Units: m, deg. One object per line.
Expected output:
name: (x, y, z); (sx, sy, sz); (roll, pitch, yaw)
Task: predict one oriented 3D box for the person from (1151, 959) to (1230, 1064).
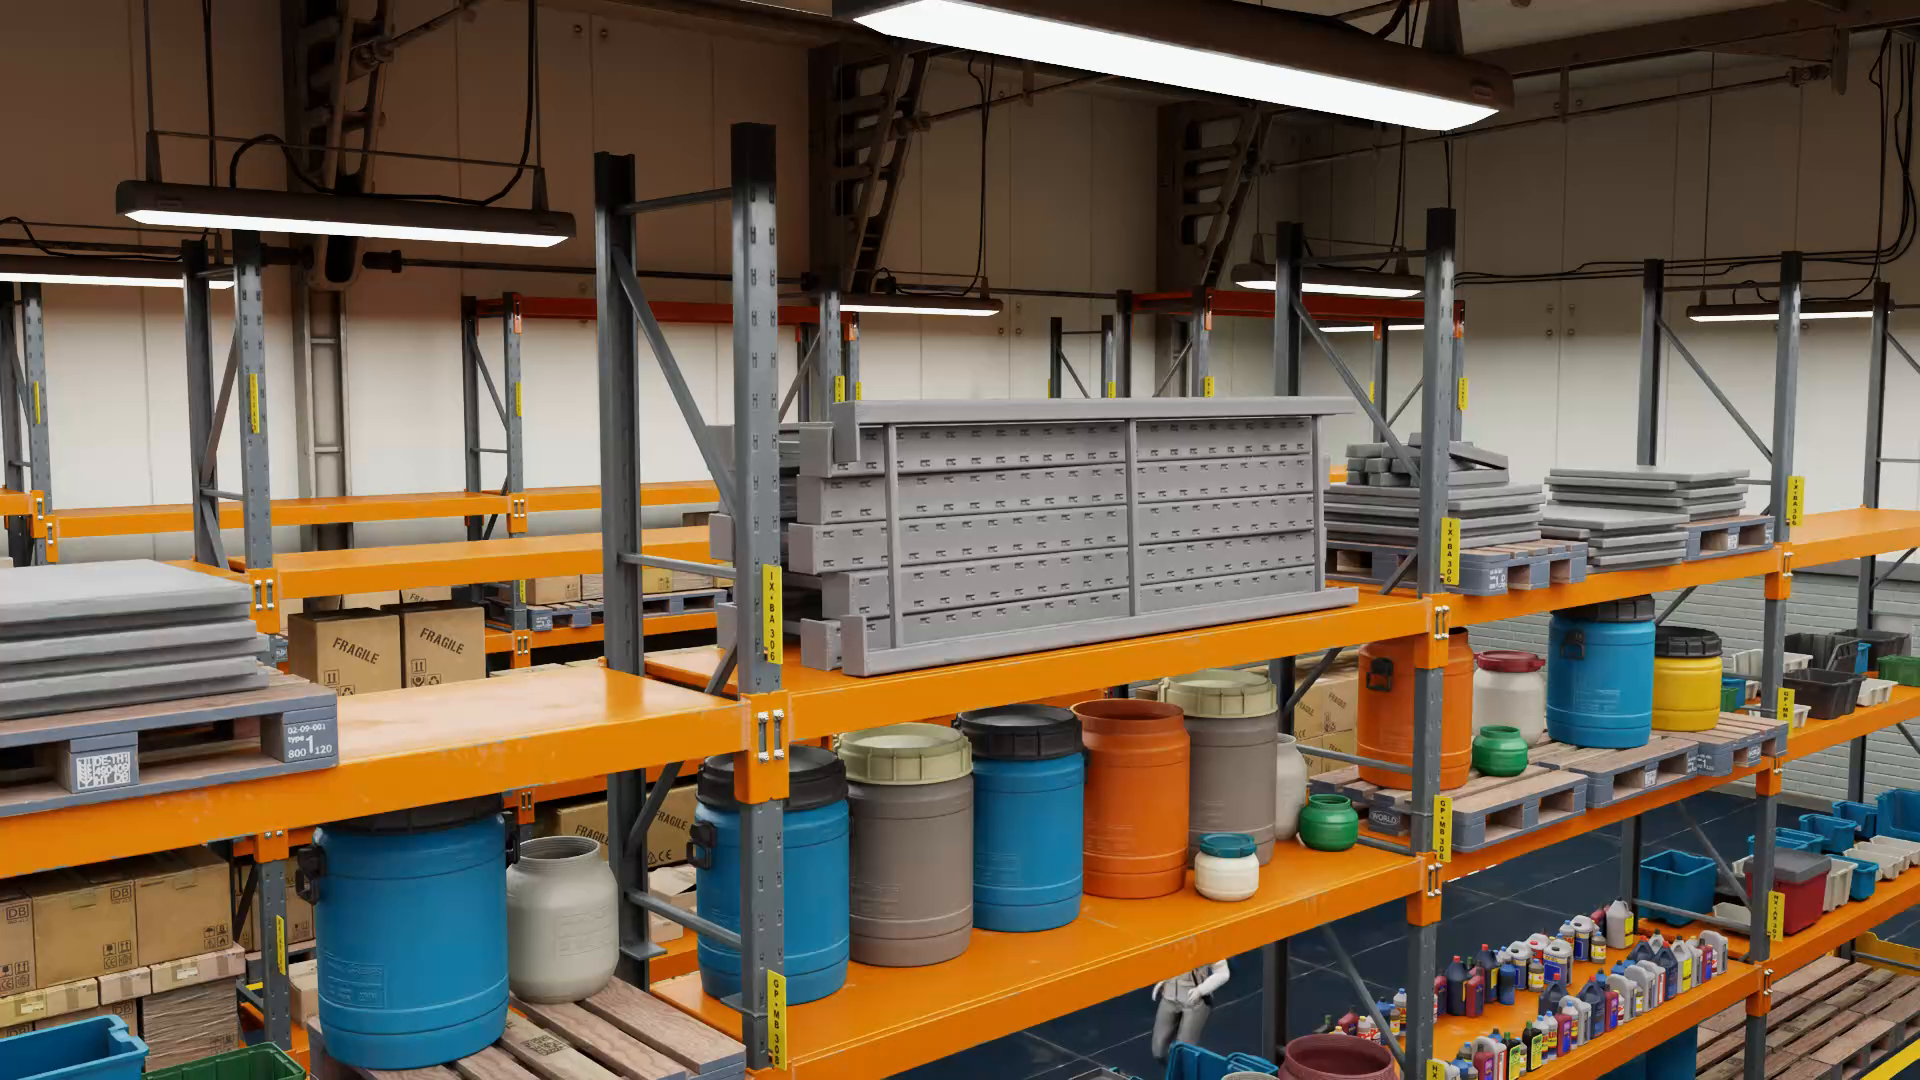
person: (1.596, 3.235, 11.727); (0.614, 1.648, 0.572); (4, 7, 39)
